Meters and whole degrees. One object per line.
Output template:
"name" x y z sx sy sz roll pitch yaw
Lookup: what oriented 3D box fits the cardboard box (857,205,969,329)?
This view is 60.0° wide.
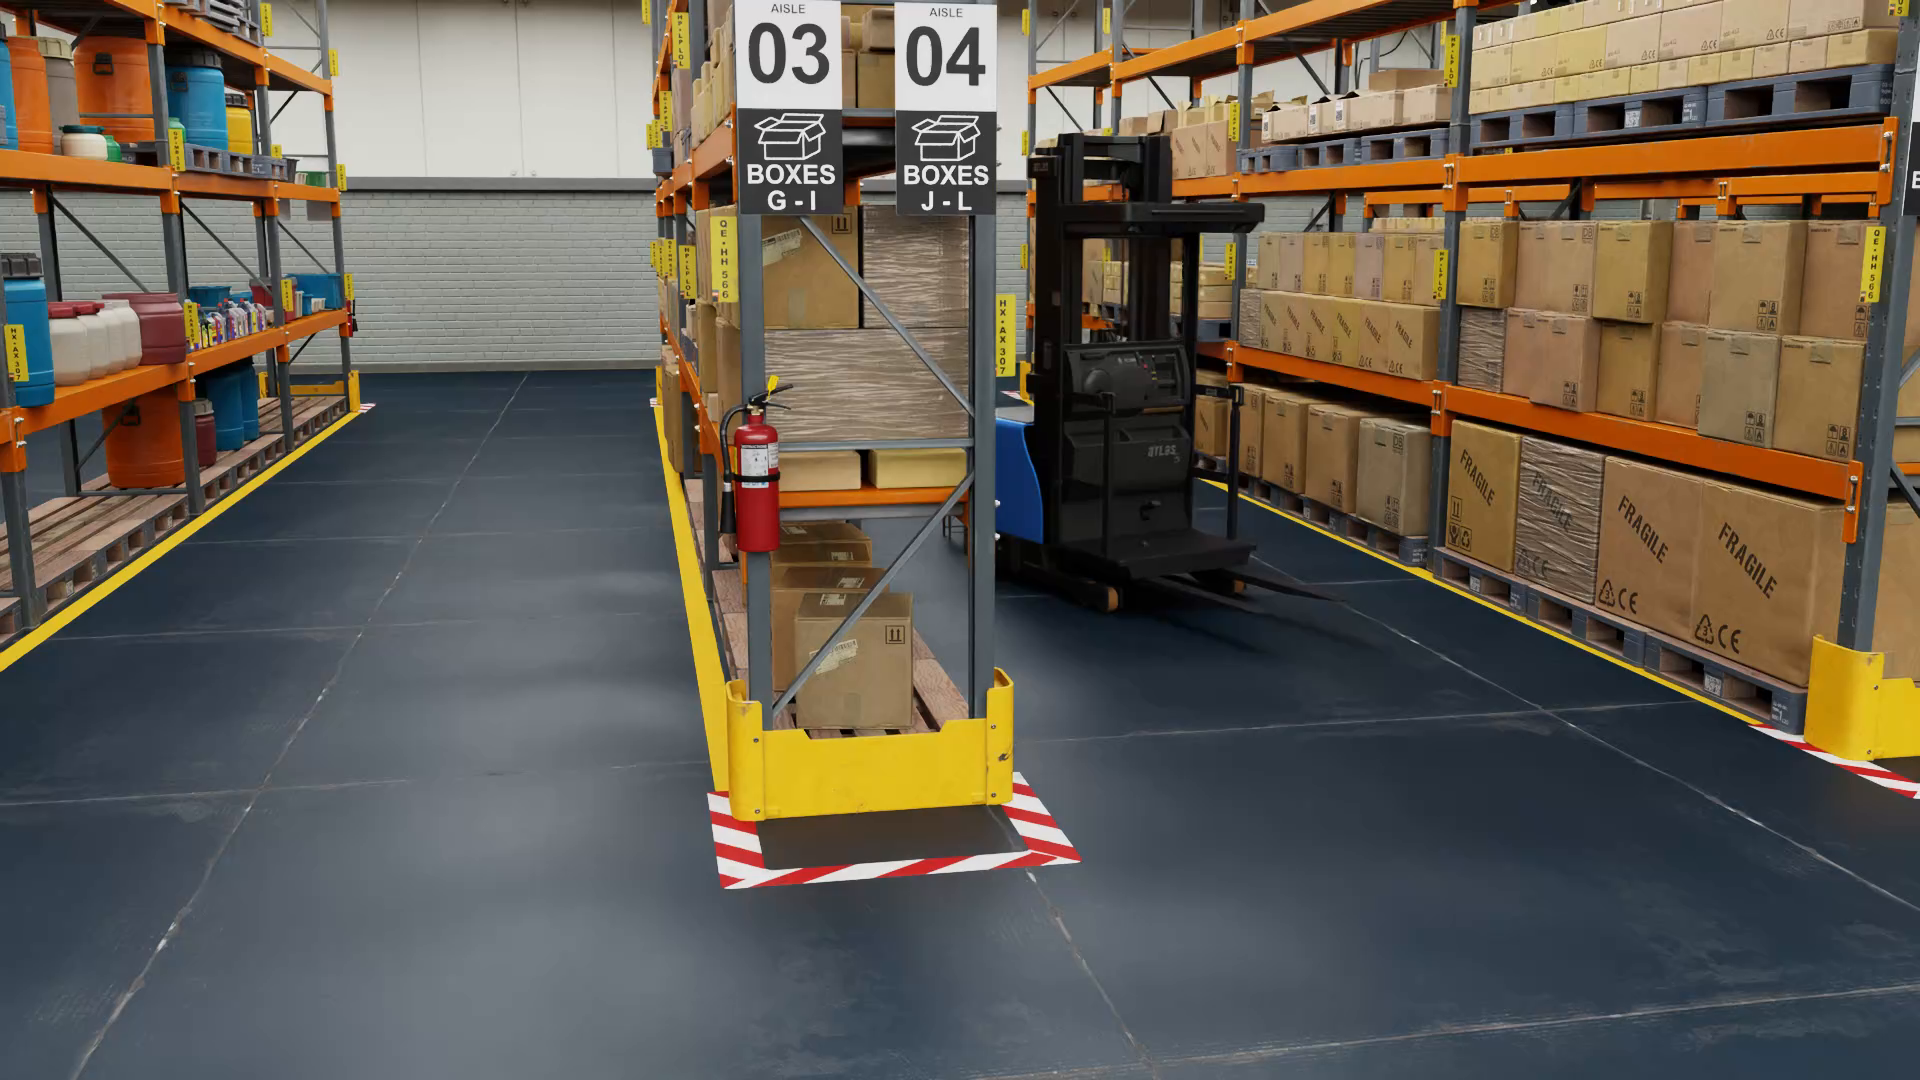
"cardboard box" -0.199 -1.170 7.086 0.500 0.500 0.500 -2 11 -11

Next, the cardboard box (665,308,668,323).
"cardboard box" -3.074 -2.495 18.453 0.380 0.149 0.250 -2 11 -11

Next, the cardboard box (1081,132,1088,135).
"cardboard box" 1.652 -4.816 19.950 0.380 0.149 0.250 -3 11 -13

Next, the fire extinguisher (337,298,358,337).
"fire extinguisher" -7.913 -2.951 21.380 0.296 0.674 0.183 -2 11 -11

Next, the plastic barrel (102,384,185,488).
"plastic barrel" -6.885 -0.890 14.029 0.600 0.830 0.708 -2 11 -11

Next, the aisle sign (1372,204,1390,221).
"aisle sign" 5.951 -4.948 23.717 0.394 0.787 0.004 -2 11 -11

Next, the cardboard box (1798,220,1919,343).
"cardboard box" 4.491 -1.209 7.735 0.875 0.550 0.550 -2 11 -11

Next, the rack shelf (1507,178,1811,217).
"rack shelf" 7.417 -3.688 17.951 1.077 0.370 4.000 -2 11 -11

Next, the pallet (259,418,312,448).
"pallet" -7.733 -1.158 18.213 1.003 0.211 1.213 -2 11 -11

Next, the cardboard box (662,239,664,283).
"cardboard box" -3.138 -3.181 18.989 0.500 0.500 0.500 -2 11 -10

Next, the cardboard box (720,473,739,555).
"cardboard box" -1.236 -0.208 11.277 0.700 0.500 0.500 -3 11 -15

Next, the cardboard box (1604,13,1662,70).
"cardboard box" 3.865 -2.692 9.012 0.500 0.250 0.500 -2 11 -10

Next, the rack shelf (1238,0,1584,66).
"rack shelf" 3.359 -4.033 12.810 1.077 0.370 4.000 -2 11 -11

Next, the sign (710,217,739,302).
"sign" -0.908 -1.081 6.410 0.100 0.325 0.005 -2 11 -11

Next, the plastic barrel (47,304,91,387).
"plastic barrel" -6.109 -1.311 11.201 0.433 0.535 0.433 0 11 0

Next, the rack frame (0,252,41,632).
"rack frame" -5.996 -0.927 9.543 1.000 3.000 0.127 -2 11 -11

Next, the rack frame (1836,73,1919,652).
"rack frame" 4.526 -0.535 7.485 1.000 3.000 0.127 -2 11 -11

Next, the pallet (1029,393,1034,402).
"pallet" 1.552 -1.935 22.300 1.003 0.211 1.213 -2 11 -11

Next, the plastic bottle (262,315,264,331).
"plastic bottle" -7.108 -2.216 16.846 0.097 0.201 0.097 0 11 0

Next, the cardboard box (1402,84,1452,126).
"cardboard box" 3.453 -3.048 11.674 0.500 0.250 0.500 -2 11 -10

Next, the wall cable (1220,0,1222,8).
"wall cable" 3.349 -10.538 27.953 2.355 3.000 0.029 -2 11 -11

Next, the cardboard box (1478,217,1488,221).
"cardboard box" 6.672 -3.937 20.681 0.380 0.149 0.250 -2 11 -11

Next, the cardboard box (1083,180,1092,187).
"cardboard box" 1.746 -4.308 19.686 0.500 0.250 0.500 -2 11 -11

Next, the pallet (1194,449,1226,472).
"pallet" 2.819 -0.776 16.208 1.003 0.211 1.213 -2 11 -11

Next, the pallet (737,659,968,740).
"pallet" -0.497 0.832 7.758 1.003 0.211 1.213 -2 11 -11

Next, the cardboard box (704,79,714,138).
"cardboard box" -0.997 -2.130 8.244 0.500 0.250 0.500 -2 11 -12

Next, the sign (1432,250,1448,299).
"sign" 3.217 -1.777 11.125 0.100 0.325 0.005 -2 11 -11

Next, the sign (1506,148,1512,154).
"sign" 6.483 -4.680 19.648 0.100 0.325 0.005 -2 11 -11

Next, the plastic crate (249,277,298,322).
"plastic crate" -7.479 -2.628 18.148 0.402 0.464 0.583 -2 11 -11

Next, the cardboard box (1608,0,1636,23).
"cardboard box" 3.781 -2.908 9.077 0.380 0.149 0.250 -2 11 -11

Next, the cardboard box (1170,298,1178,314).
"cardboard box" 2.281 -2.297 16.294 0.380 0.149 0.250 -2 11 -12

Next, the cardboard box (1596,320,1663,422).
"cardboard box" 4.151 -0.978 9.412 0.875 0.550 0.500 -2 11 -11

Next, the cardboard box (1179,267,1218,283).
"cardboard box" 2.327 -2.545 16.002 0.380 0.149 0.250 -2 11 -9

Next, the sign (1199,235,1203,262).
"sign" 2.735 -3.325 19.049 0.100 0.325 0.005 -2 11 -11

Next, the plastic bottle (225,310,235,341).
"plastic bottle" -6.828 -2.009 15.539 0.061 0.283 0.133 -2 11 -11

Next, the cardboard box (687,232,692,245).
"cardboard box" -2.166 -2.637 15.576 0.797 0.503 0.637 -2 11 -10

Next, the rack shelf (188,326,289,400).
"rack shelf" -7.163 -1.674 15.392 1.077 0.370 4.000 -2 11 -11

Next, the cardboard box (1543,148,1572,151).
"cardboard box" 6.914 -4.491 18.858 0.500 0.500 0.500 -2 11 -12

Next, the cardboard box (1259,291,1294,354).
"cardboard box" 2.894 -1.866 14.211 0.500 0.500 0.500 -2 11 -12

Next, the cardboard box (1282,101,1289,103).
"cardboard box" 2.973 -4.125 16.010 0.396 0.266 0.258 -2 11 -11

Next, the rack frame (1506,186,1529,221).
"rack frame" 7.028 -2.934 20.091 1.000 3.000 0.127 -2 11 -11

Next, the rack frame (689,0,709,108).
"rack frame" -1.137 -4.054 9.928 1.000 3.000 0.127 -2 11 -11

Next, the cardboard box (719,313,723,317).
"cardboard box" -0.709 -0.851 8.082 0.875 0.500 0.500 -2 11 -11

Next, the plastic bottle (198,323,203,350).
"plastic bottle" -6.631 -1.775 14.333 0.152 0.276 0.135 -2 11 -11

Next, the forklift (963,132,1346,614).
"forklift" 1.201 -1.087 10.566 1.130 2.935 3.031 -6 12 -30

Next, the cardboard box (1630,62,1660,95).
"cardboard box" 3.832 -2.469 8.905 0.380 0.149 0.250 -2 11 -10

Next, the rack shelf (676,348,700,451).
"rack shelf" -1.526 -1.120 12.483 1.077 0.370 4.000 -2 11 -11

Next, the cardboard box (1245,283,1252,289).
"cardboard box" 2.963 -2.426 16.172 0.380 0.149 0.250 -2 11 -13

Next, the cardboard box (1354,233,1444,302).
"cardboard box" 3.445 -2.087 12.696 0.700 0.500 0.500 -2 11 -11

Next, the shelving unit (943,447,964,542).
"shelving unit" -0.010 -0.526 12.650 0.215 1.050 0.252 -2 11 -11

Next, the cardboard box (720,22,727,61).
"cardboard box" -0.816 -2.107 7.055 0.380 0.149 0.250 -3 11 -13

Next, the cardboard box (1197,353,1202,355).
"cardboard box" 2.585 -1.955 18.503 0.500 0.250 0.500 -2 11 -13
